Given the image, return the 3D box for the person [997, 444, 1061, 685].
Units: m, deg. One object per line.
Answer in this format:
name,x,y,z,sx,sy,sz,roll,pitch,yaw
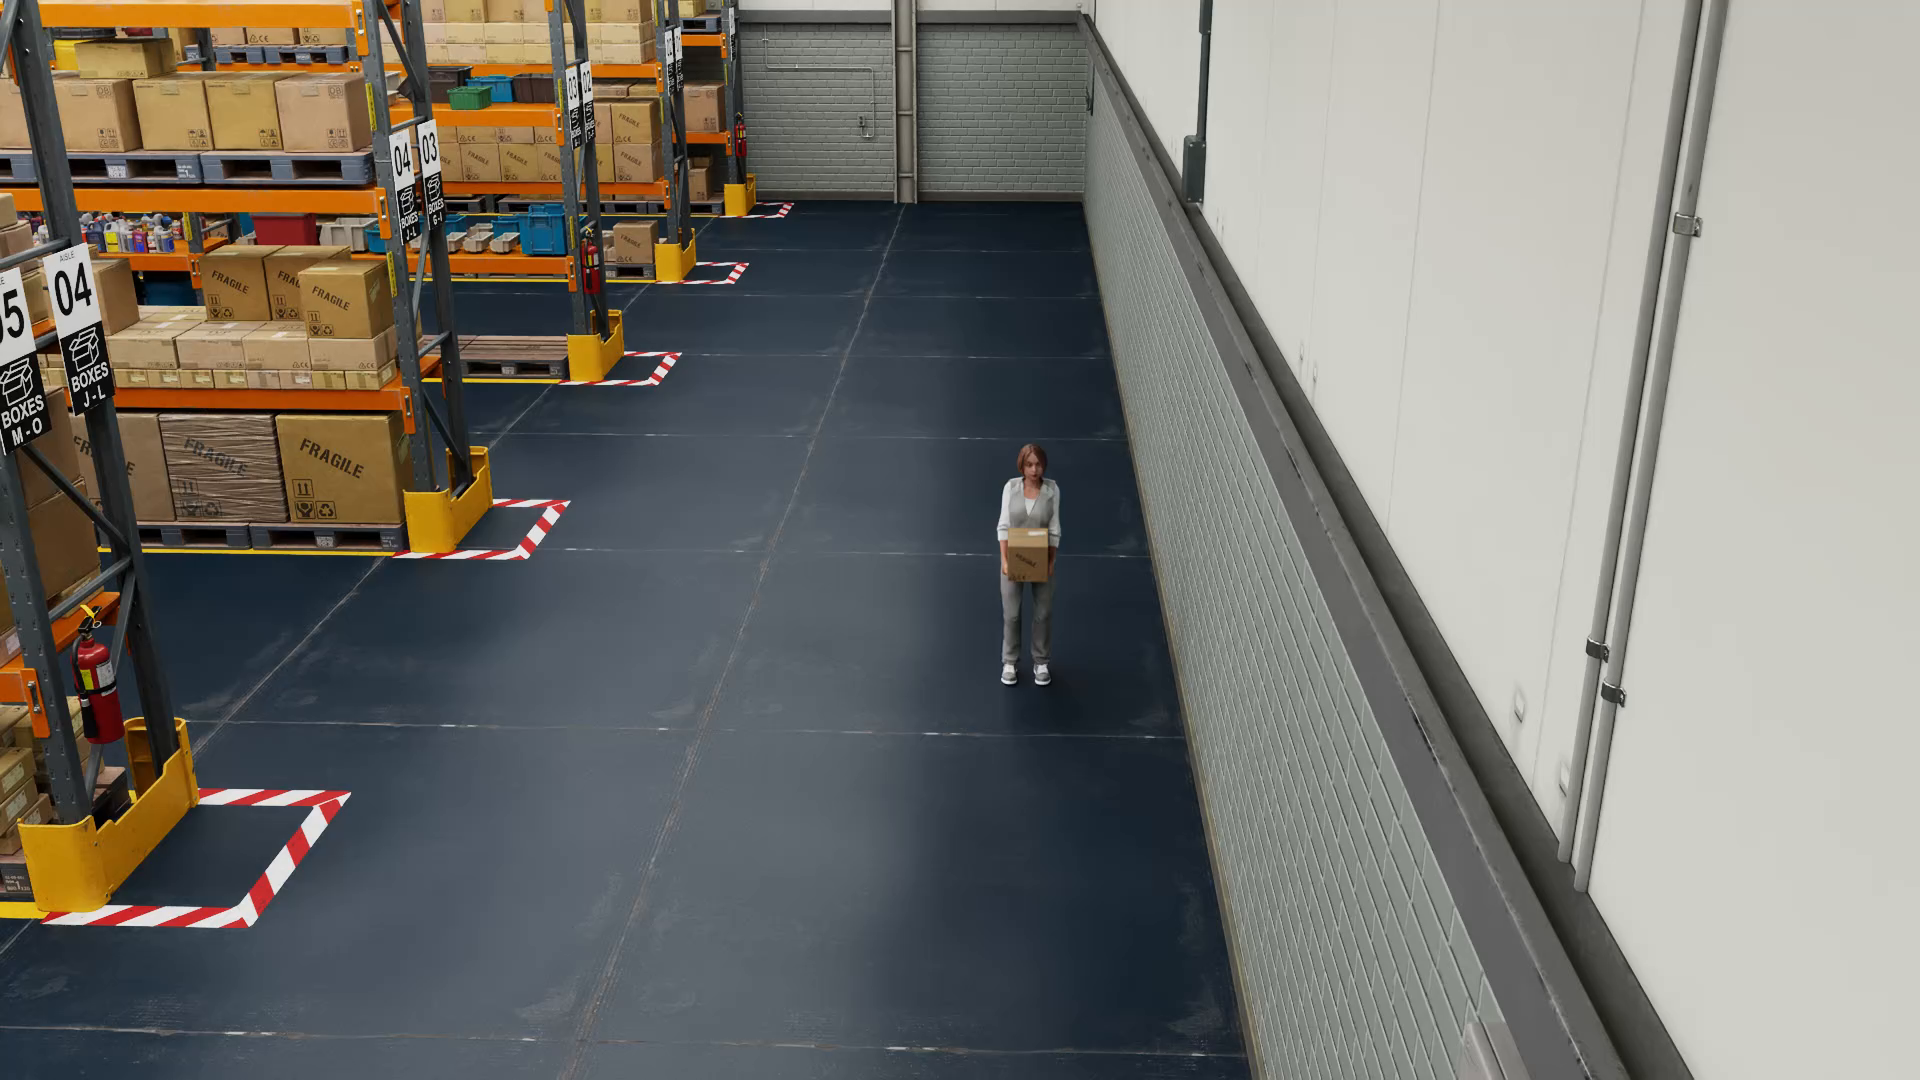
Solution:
person,0.437,0.190,10.611,0.404,1.591,0.496,1,21,3
